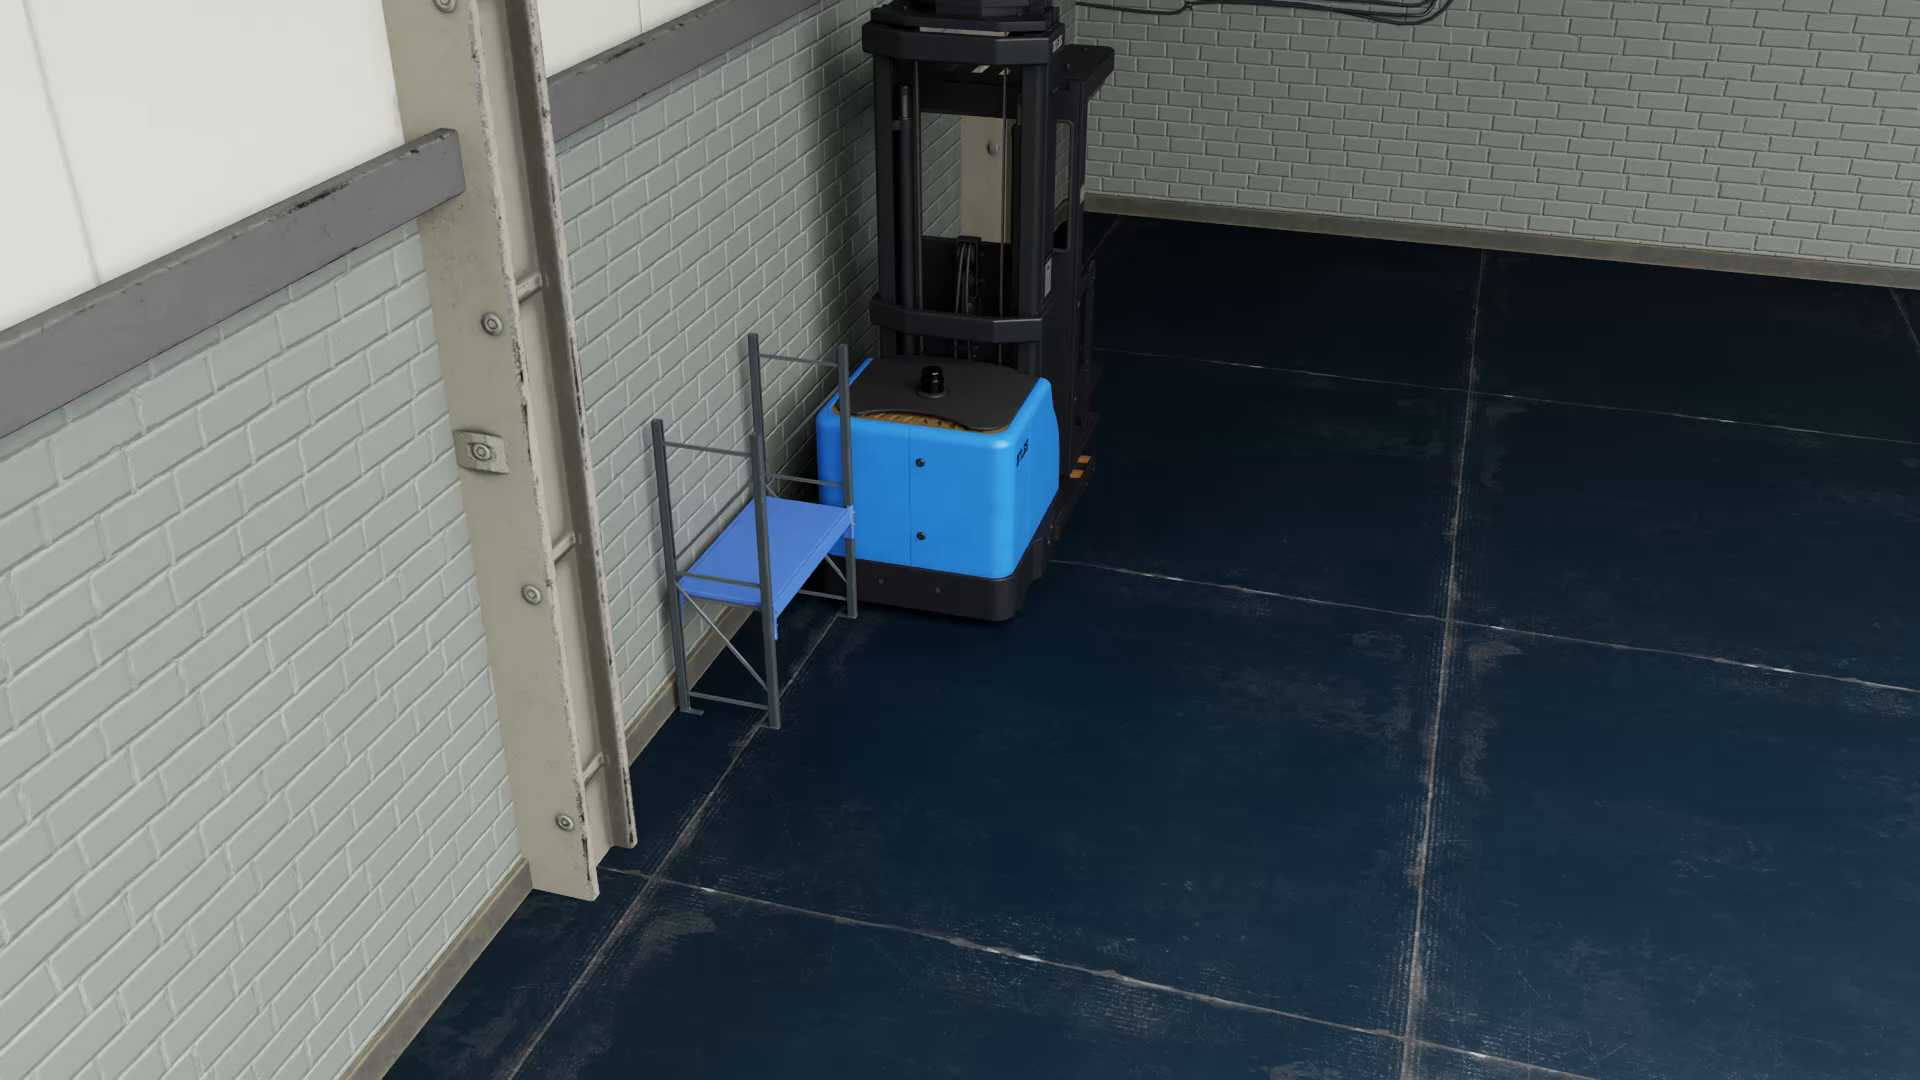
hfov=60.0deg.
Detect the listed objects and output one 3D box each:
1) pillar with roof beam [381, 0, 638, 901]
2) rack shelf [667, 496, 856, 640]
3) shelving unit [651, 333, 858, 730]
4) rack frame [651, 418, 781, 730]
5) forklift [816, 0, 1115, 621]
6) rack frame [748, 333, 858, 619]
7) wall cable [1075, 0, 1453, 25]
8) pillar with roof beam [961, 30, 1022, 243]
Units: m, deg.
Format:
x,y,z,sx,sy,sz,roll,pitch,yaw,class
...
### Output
x,y,z,sx,sy,sz,roll,pitch,yaw,class
2.560,-1.987,3.564,9.100,9.000,0.400,8,30,15,pillar with roof beam
-0.921,0.101,7.896,0.538,0.185,1.000,9,30,15,rack shelf
-0.921,-0.056,7.809,0.538,1.500,1.048,9,30,15,shelving unit
-1.073,0.179,7.385,0.500,1.500,0.032,9,30,15,rack frame
0.178,-1.575,9.065,1.130,2.935,3.031,8,30,14,forklift
-0.769,-0.292,8.233,0.500,1.500,0.032,9,30,15,rack frame
2.334,-5.213,12.558,3.097,2.526,0.112,8,30,15,wall cable
4.321,-4.775,8.577,9.100,9.000,0.400,8,30,15,pillar with roof beam
